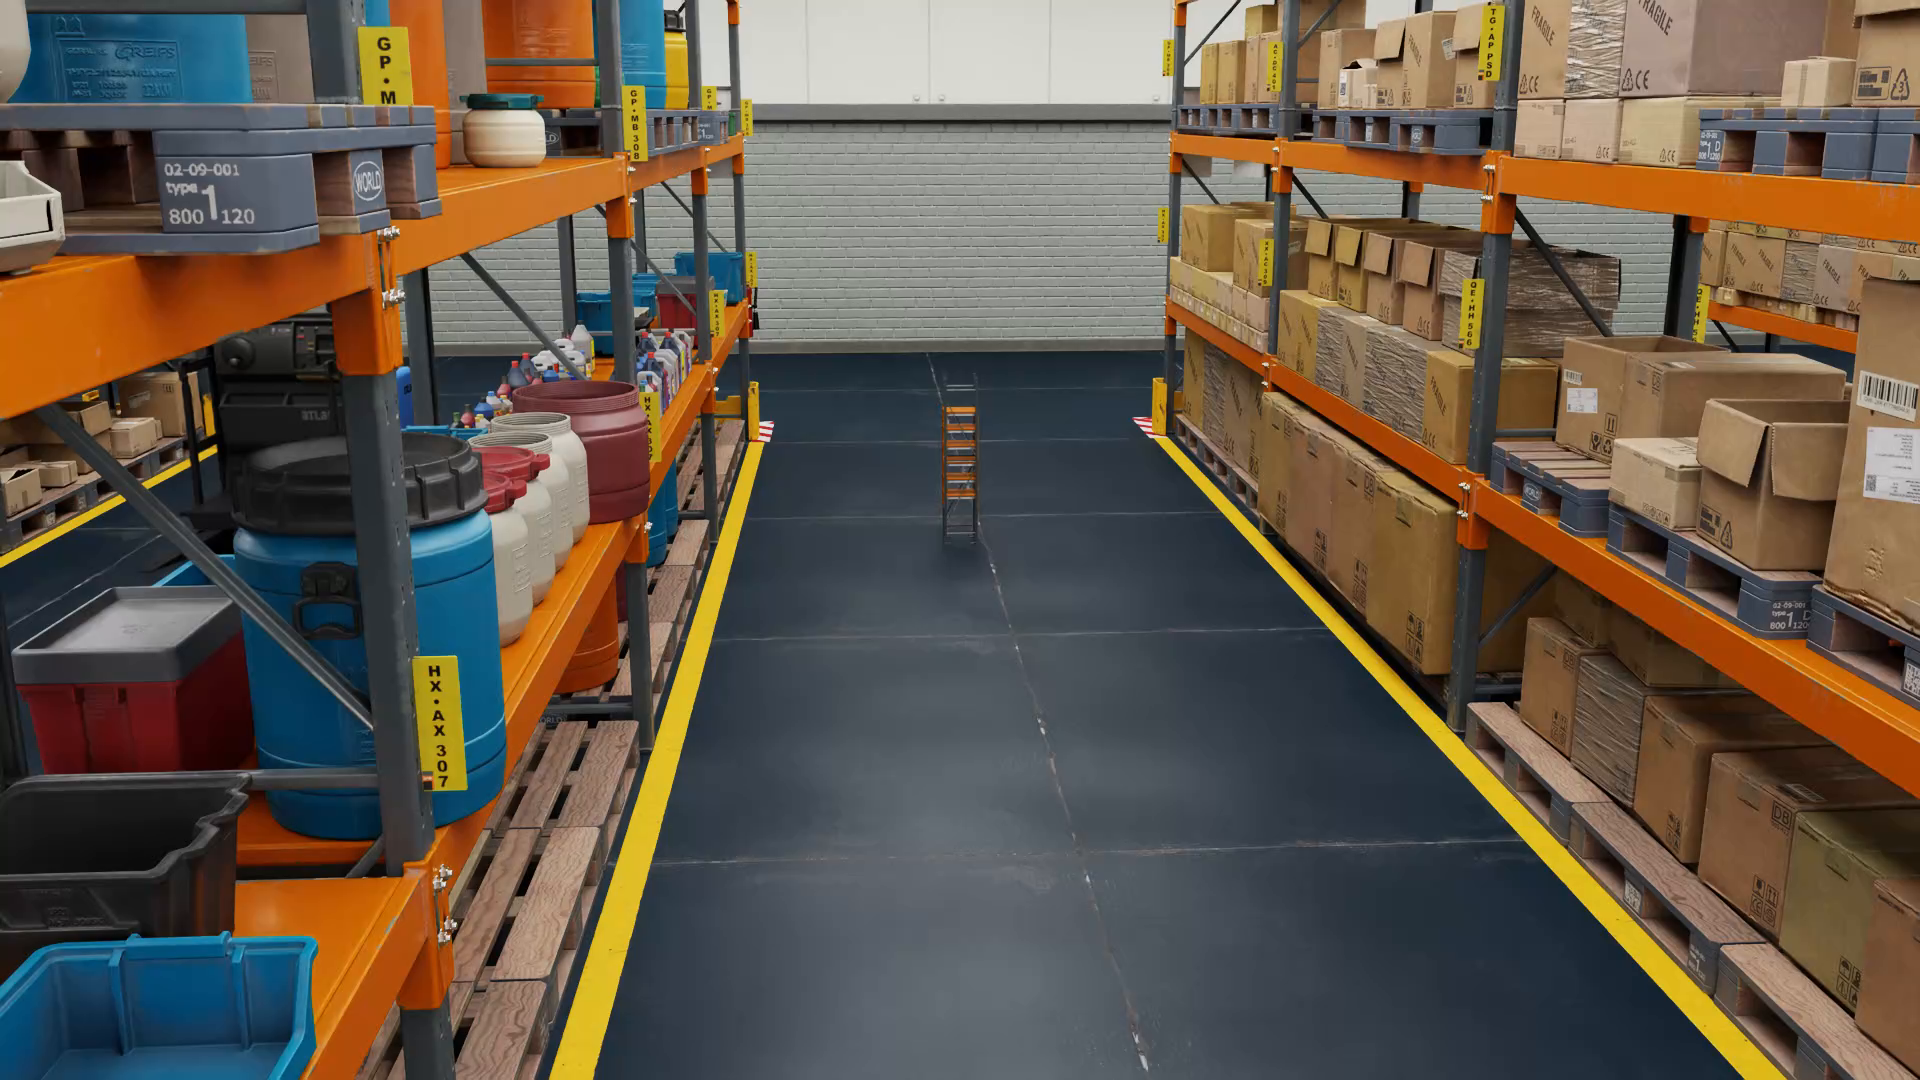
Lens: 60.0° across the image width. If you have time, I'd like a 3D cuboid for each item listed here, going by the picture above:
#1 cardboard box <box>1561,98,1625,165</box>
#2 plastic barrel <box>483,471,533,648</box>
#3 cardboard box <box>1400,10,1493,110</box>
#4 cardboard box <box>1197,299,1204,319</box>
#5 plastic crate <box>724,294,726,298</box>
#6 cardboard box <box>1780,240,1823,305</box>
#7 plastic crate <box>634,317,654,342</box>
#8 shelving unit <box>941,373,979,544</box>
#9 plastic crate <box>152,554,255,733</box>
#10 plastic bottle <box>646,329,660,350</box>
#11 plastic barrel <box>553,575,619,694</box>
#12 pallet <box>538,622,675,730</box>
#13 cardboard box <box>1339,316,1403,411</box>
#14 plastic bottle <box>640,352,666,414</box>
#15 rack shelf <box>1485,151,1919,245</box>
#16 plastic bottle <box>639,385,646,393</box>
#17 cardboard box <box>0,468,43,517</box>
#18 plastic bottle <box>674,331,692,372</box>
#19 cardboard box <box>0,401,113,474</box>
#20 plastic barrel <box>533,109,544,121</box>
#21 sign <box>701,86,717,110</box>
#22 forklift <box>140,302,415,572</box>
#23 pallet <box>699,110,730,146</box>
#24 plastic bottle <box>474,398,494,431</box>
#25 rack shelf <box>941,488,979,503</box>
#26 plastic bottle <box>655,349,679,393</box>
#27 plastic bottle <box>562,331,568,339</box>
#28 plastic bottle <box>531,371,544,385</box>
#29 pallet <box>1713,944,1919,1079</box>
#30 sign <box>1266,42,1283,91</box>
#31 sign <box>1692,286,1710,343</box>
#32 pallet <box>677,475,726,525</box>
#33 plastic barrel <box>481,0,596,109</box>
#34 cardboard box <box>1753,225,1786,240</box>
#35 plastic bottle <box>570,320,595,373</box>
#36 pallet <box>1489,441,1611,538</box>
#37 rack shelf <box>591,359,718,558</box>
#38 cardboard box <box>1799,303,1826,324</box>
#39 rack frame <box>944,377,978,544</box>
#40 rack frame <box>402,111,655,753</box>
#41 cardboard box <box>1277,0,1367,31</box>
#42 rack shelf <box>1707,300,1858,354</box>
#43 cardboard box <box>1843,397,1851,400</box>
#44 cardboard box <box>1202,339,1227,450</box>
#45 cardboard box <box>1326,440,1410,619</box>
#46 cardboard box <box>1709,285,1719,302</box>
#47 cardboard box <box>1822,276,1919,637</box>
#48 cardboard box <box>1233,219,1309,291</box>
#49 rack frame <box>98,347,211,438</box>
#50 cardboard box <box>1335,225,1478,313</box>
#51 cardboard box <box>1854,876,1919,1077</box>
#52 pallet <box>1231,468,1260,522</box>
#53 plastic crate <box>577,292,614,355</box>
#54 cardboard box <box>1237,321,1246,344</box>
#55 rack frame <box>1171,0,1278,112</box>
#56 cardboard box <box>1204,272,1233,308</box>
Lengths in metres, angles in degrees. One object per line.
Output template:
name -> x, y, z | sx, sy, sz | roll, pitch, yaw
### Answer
cardboard box -> 2.761, -1.641, 6.666 | 0.500, 0.250, 0.500 | -1, 14, -2
plastic barrel -> -1.627, 0.072, 5.453 | 0.433, 0.535, 0.433 | 0, 14, 0
cardboard box -> 2.703, -2.578, 8.963 | 0.500, 0.500, 0.500 | 0, 14, 0
cardboard box -> 2.233, -1.964, 14.145 | 0.380, 0.149, 0.250 | -1, 14, -4
plastic crate -> -2.102, -1.864, 13.466 | 0.416, 0.233, 0.300 | -1, 14, -3
cardboard box -> 7.281, -2.246, 13.937 | 0.500, 0.500, 0.500 | -1, 14, -5
plastic crate -> -2.575, -1.598, 12.649 | 0.437, 0.125, 0.590 | -1, 14, -3
shelving unit -> 0.001, -0.577, 11.863 | 0.258, 1.200, 0.189 | -1, 14, -3
plastic crate -> -2.120, 0.300, 4.873 | 0.392, 0.384, 0.575 | -1, 14, -3
plastic bottle -> -1.997, -1.178, 10.685 | 0.144, 0.351, 0.185 | -1, 14, -3
plastic barrel -> -2.037, 0.293, 8.379 | 0.600, 0.830, 0.708 | -1, 14, -3
pallet -> -2.080, 0.722, 8.797 | 1.003, 0.211, 1.213 | -1, 14, -3
cardboard box -> 2.585, -1.057, 9.912 | 0.500, 0.500, 0.500 | -1, 14, -2
plastic bottle -> -1.785, -0.906, 9.628 | 0.144, 0.351, 0.185 | -1, 14, -3
rack shelf -> 3.078, -1.116, 5.769 | 1.077, 0.370, 4.000 | -1, 14, -3
plastic bottle -> -1.699, -0.696, 8.944 | 0.061, 0.283, 0.133 | -1, 14, -3
cardboard box -> -6.991, -0.371, 11.961 | 0.500, 0.311, 0.500 | -1, 14, -3
plastic bottle -> -1.890, -1.275, 11.210 | 0.152, 0.276, 0.135 | -1, 14, -3
cardboard box -> -7.303, -0.824, 13.334 | 0.797, 0.503, 0.637 | -1, 14, -3
plastic barrel -> -1.923, -1.750, 7.100 | 0.294, 0.245, 0.294 | 0, 14, 0
sign -> -1.688, -2.893, 11.212 | 0.100, 0.325, 0.005 | -1, 14, -3
forklift -> -4.787, -1.386, 11.529 | 1.130, 2.935, 3.031 | 0, 14, 0
pallet -> -2.091, -2.596, 10.454 | 1.213, 0.211, 1.003 | -1, 14, -3
plastic bottle -> -2.455, -0.599, 8.595 | 0.097, 0.271, 0.097 | 0, 14, 0
rack shelf -> 0.001, -0.302, 11.934 | 0.258, 0.103, 0.180 | -1, 14, -3
plastic bottle -> -1.836, -1.058, 10.369 | 0.152, 0.276, 0.135 | -1, 14, -3
plastic bottle -> -2.632, -1.240, 11.061 | 0.061, 0.283, 0.133 | -1, 14, -3
plastic bottle -> -2.379, -0.803, 9.362 | 0.061, 0.283, 0.133 | -1, 14, -3
pallet -> 3.152, 1.642, 5.220 | 1.003, 0.211, 1.213 | -1, 14, -3
sign -> 2.153, -3.237, 11.370 | 0.100, 0.325, 0.005 | -1, 14, -3
sign -> 3.495, -1.043, 7.894 | 0.100, 0.325, 0.005 | -1, 14, -3
pallet -> -2.321, -0.260, 12.612 | 1.003, 0.211, 1.213 | -1, 14, -3
plastic barrel -> -2.021, -2.438, 7.759 | 0.600, 0.830, 0.708 | -1, 14, -3
cardboard box -> 7.226, -2.856, 14.304 | 0.500, 0.500, 0.500 | -1, 14, -5
plastic bottle -> -2.536, -1.301, 11.163 | 0.144, 0.351, 0.185 | -1, 14, -3
pallet -> 3.105, -0.241, 7.328 | 1.213, 0.211, 1.003 | -1, 14, -3
rack shelf -> -2.113, -0.582, 9.712 | 1.077, 0.370, 4.000 | -1, 14, -3
cardboard box -> 7.243, -1.889, 13.853 | 0.380, 0.149, 0.250 | -1, 14, -2
rack frame -> 0.007, -0.555, 11.774 | 0.240, 1.200, 0.006 | -1, 14, -3
rack frame -> -1.989, -0.433, 7.690 | 1.000, 3.000, 0.127 | -1, 14, -3
cardboard box -> 2.655, -3.854, 12.218 | 0.500, 0.250, 0.500 | -2, 15, -7
rack shelf -> 7.539, -1.705, 14.076 | 1.077, 0.370, 4.000 | -1, 14, -3
cardboard box -> 7.321, -1.138, 14.113 | 0.380, 0.149, 0.250 | -1, 14, -3
cardboard box -> 2.634, -1.289, 14.438 | 0.875, 0.875, 0.875 | -1, 14, -3
cardboard box -> 2.885, -0.078, 9.730 | 1.225, 0.875, 0.875 | -1, 14, -3
cardboard box -> 7.165, -2.281, 15.374 | 0.380, 0.149, 0.250 | 0, 14, -1
cardboard box -> 3.292, -0.208, 4.770 | 1.000, 1.000, 1.000 | -1, 14, -3
cardboard box -> 2.384, -2.174, 12.654 | 0.500, 0.500, 0.500 | -1, 14, -3
rack frame -> -7.429, -2.347, 15.129 | 1.000, 3.000, 0.127 | -1, 14, -3
cardboard box -> 2.785, -1.709, 10.435 | 0.797, 0.503, 0.637 | -1, 14, -3
cardboard box -> 3.185, 1.330, 4.972 | 0.700, 0.500, 0.500 | -2, 15, -8
pallet -> 2.737, -0.344, 12.940 | 1.003, 0.211, 1.213 | -1, 14, -3
plastic crate -> -2.606, -1.560, 11.981 | 0.392, 0.384, 0.575 | -1, 14, -3
cardboard box -> 2.329, -1.581, 12.656 | 0.380, 0.149, 0.250 | -1, 14, -4
rack frame -> 2.459, -5.404, 14.972 | 1.000, 3.000, 0.127 | -1, 14, -3
cardboard box -> 2.323, -2.063, 13.729 | 0.500, 0.250, 0.500 | -1, 14, -5
